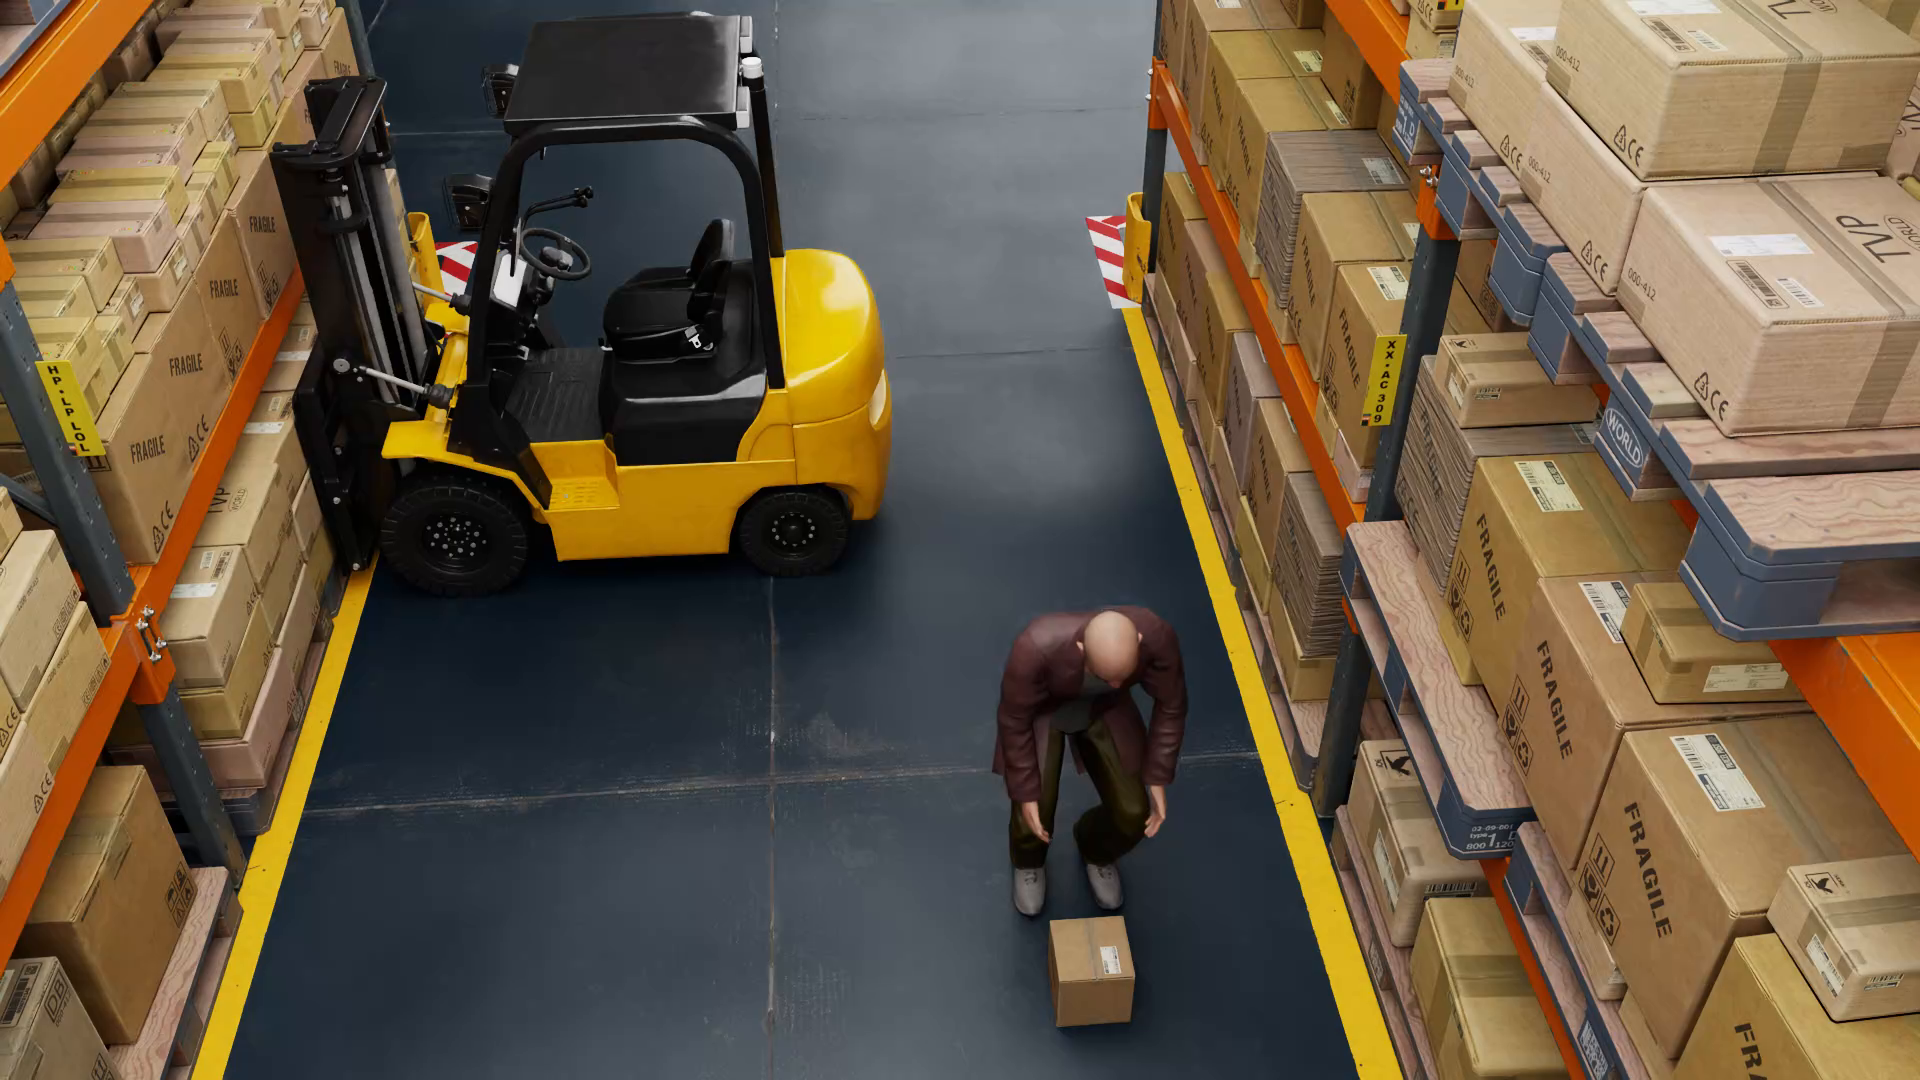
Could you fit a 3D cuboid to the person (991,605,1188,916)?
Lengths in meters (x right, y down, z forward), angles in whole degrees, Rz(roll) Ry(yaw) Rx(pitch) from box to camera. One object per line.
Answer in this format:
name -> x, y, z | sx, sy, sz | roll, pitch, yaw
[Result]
person -> 0.420, 0.670, 5.573 | 0.630, 1.476, 0.681 | -4, 39, -5
